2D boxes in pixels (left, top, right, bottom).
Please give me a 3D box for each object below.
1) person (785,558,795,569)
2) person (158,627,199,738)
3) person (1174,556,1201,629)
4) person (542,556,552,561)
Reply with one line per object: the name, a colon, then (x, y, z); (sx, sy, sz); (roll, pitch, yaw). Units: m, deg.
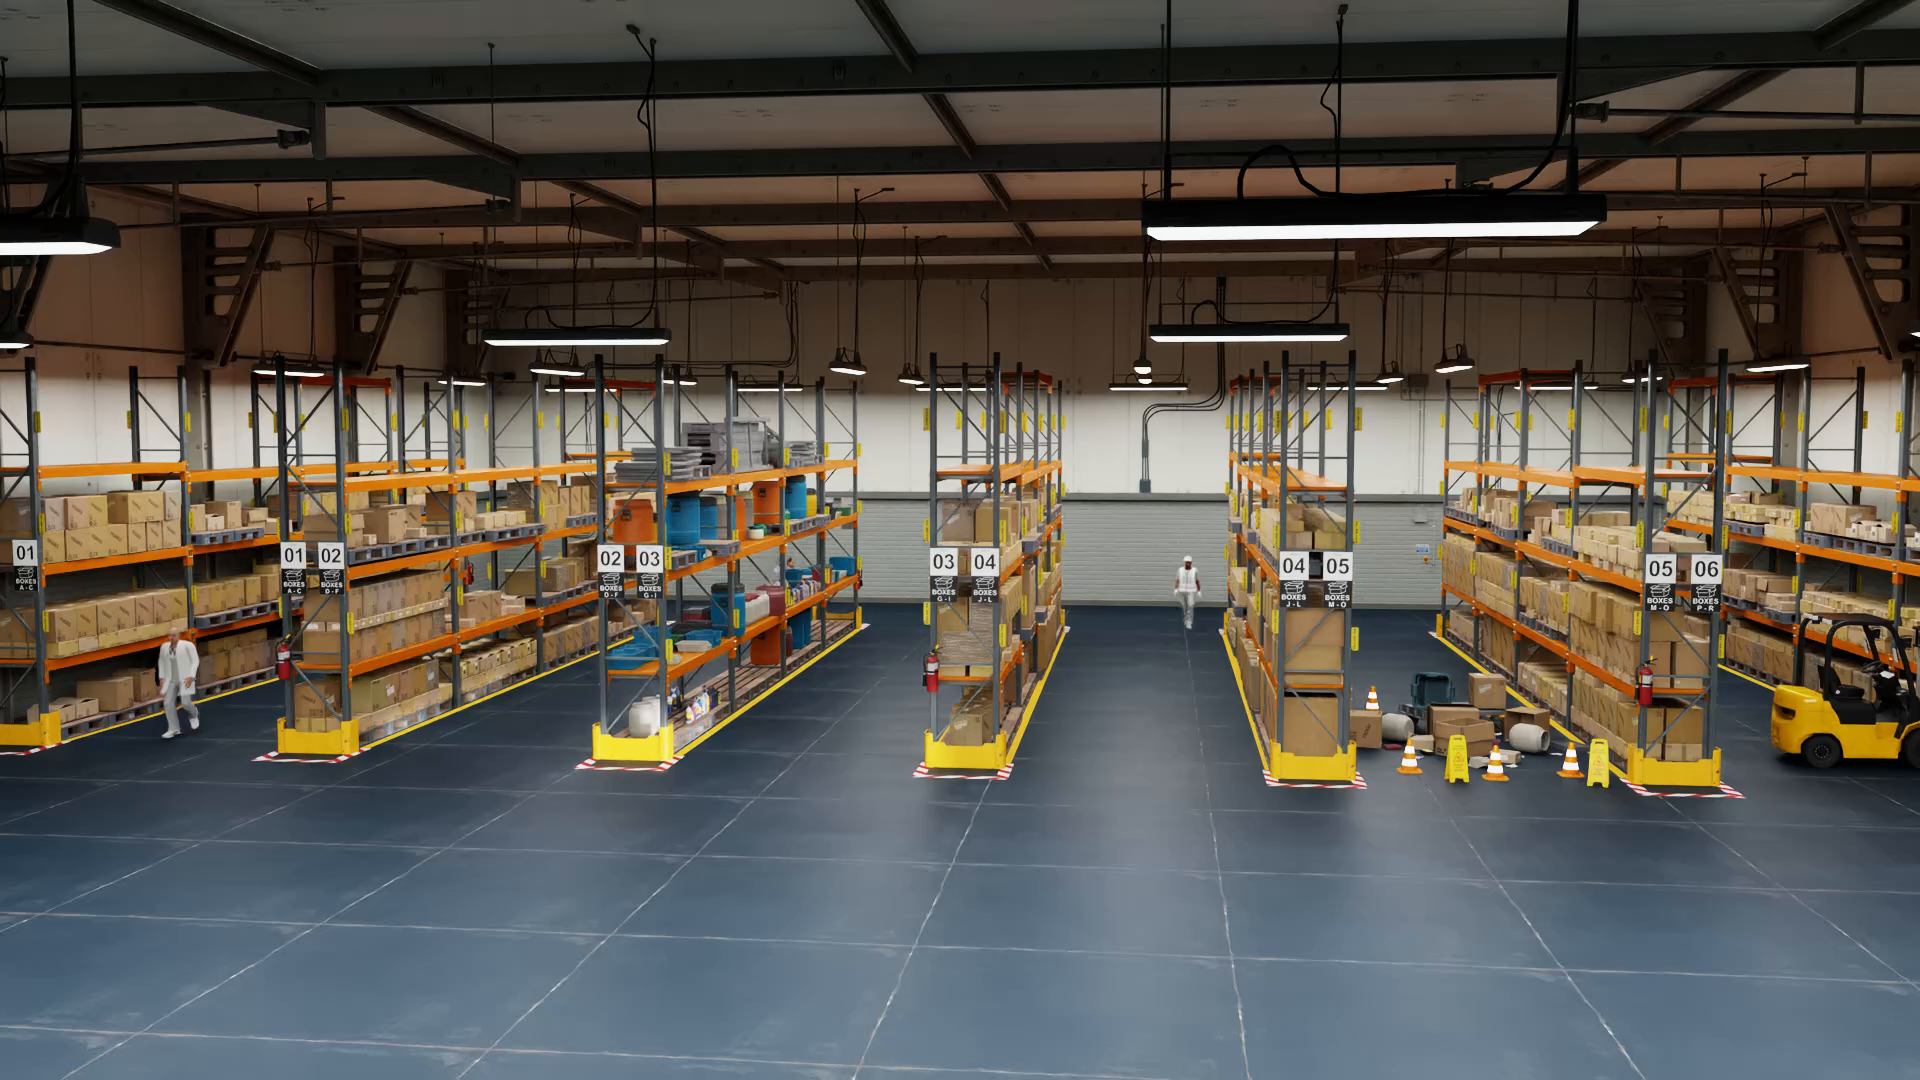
person: (-4.235, 1.243, 41.686); (0.990, 1.565, 0.465); (0, 4, 1)
person: (-12.507, 2.303, 26.667); (0.667, 1.653, 0.752); (0, 4, -1)
person: (5.496, 1.253, 40.360); (0.604, 1.724, 0.985); (2, 4, 23)
person: (-10.053, 1.273, 40.359); (0.588, 1.761, 0.514); (4, 6, 45)
